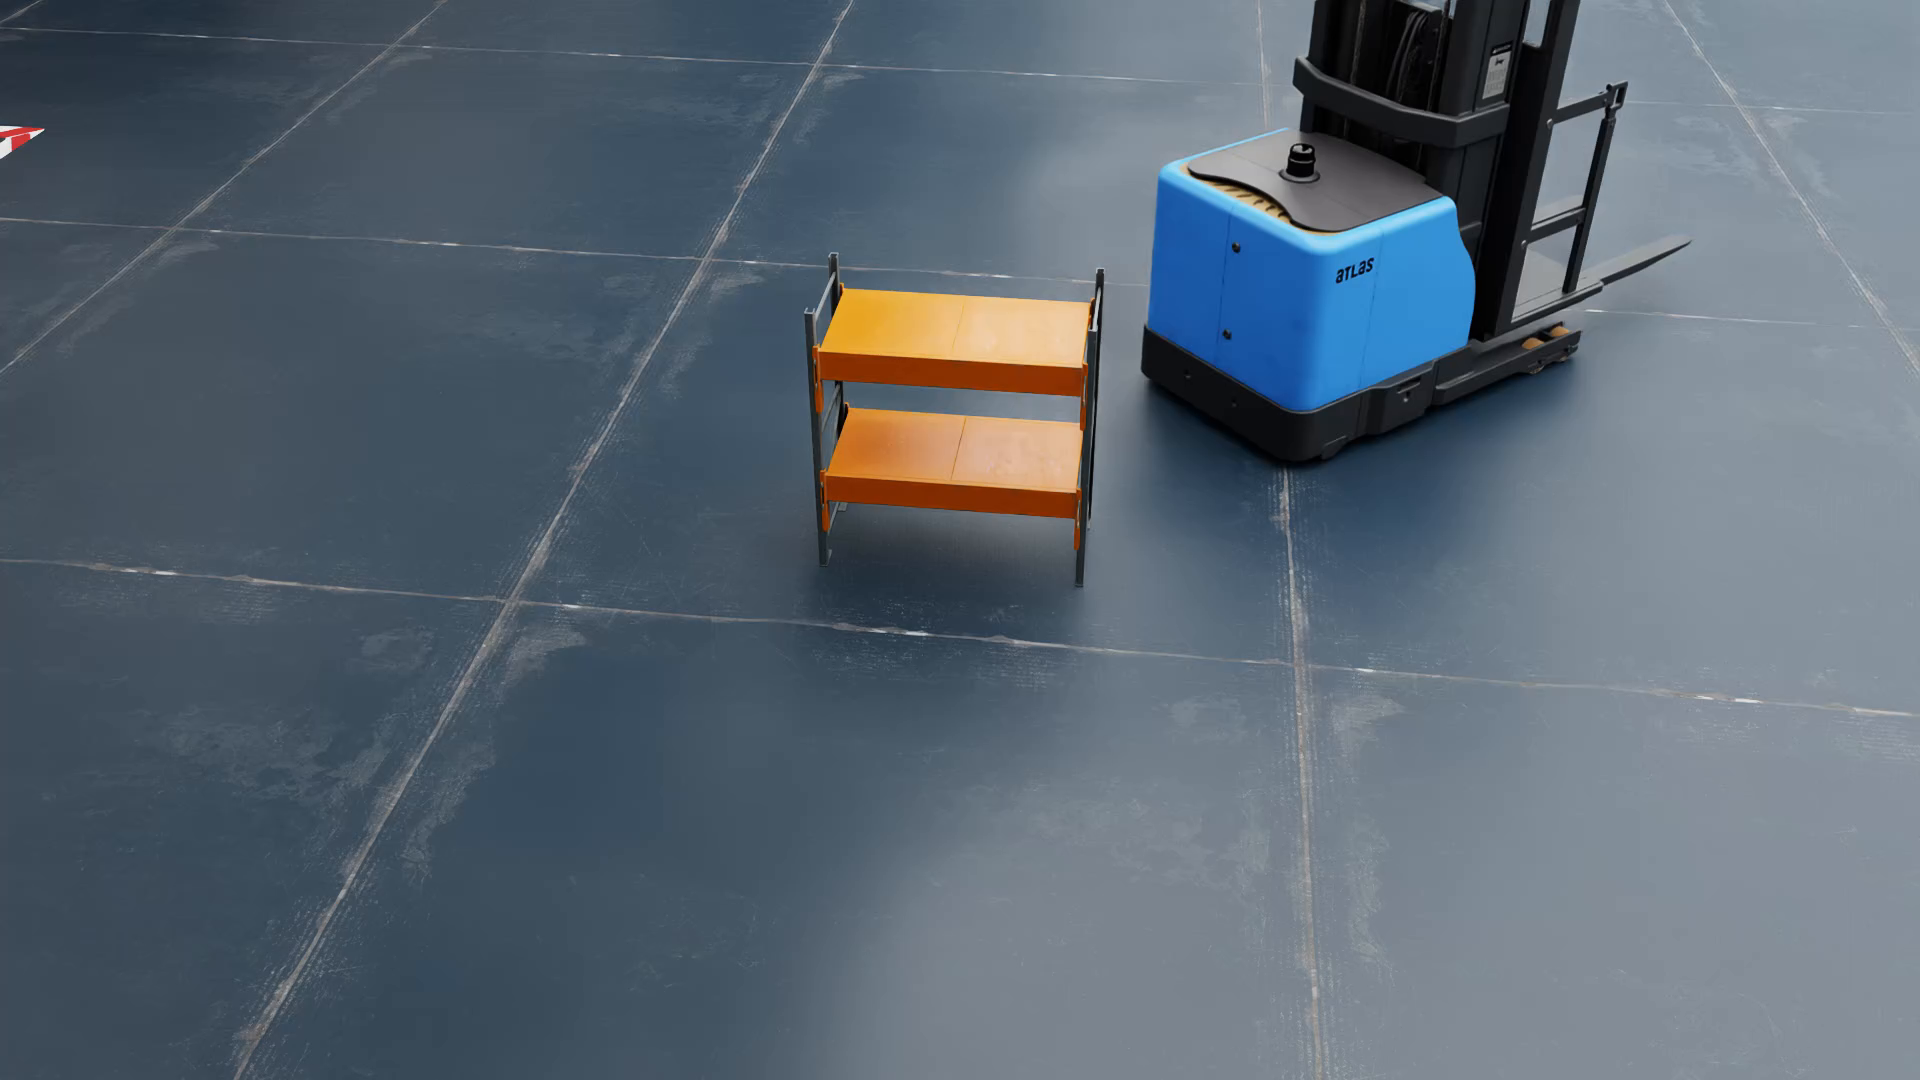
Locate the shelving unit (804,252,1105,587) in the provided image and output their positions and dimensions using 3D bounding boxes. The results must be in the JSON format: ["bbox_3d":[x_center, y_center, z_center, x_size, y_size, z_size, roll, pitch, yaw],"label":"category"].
[{"bbox_3d":[-0.007,-0.458,6.424,1.048,1.125,0.538,4,36,6],"label":"shelving unit"}]

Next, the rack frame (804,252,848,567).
[{"bbox_3d":[-0.511,-0.496,6.477,0.032,1.125,0.500,4,36,6],"label":"rack frame"}]

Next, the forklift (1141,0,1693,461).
[{"bbox_3d":[2.336,-2.204,7.316,3.031,2.935,1.130,-23,41,-28],"label":"forklift"}]

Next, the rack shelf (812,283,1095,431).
[{"bbox_3d":[-0.007,-0.697,6.254,1.000,0.278,0.538,4,36,6],"label":"rack shelf"}]

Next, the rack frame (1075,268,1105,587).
[{"bbox_3d":[0.497,-0.421,6.371,0.032,1.125,0.500,4,36,6],"label":"rack frame"}]

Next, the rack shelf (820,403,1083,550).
[{"bbox_3d":[-0.007,-0.259,6.566,1.000,0.278,0.538,4,36,6],"label":"rack shelf"}]
